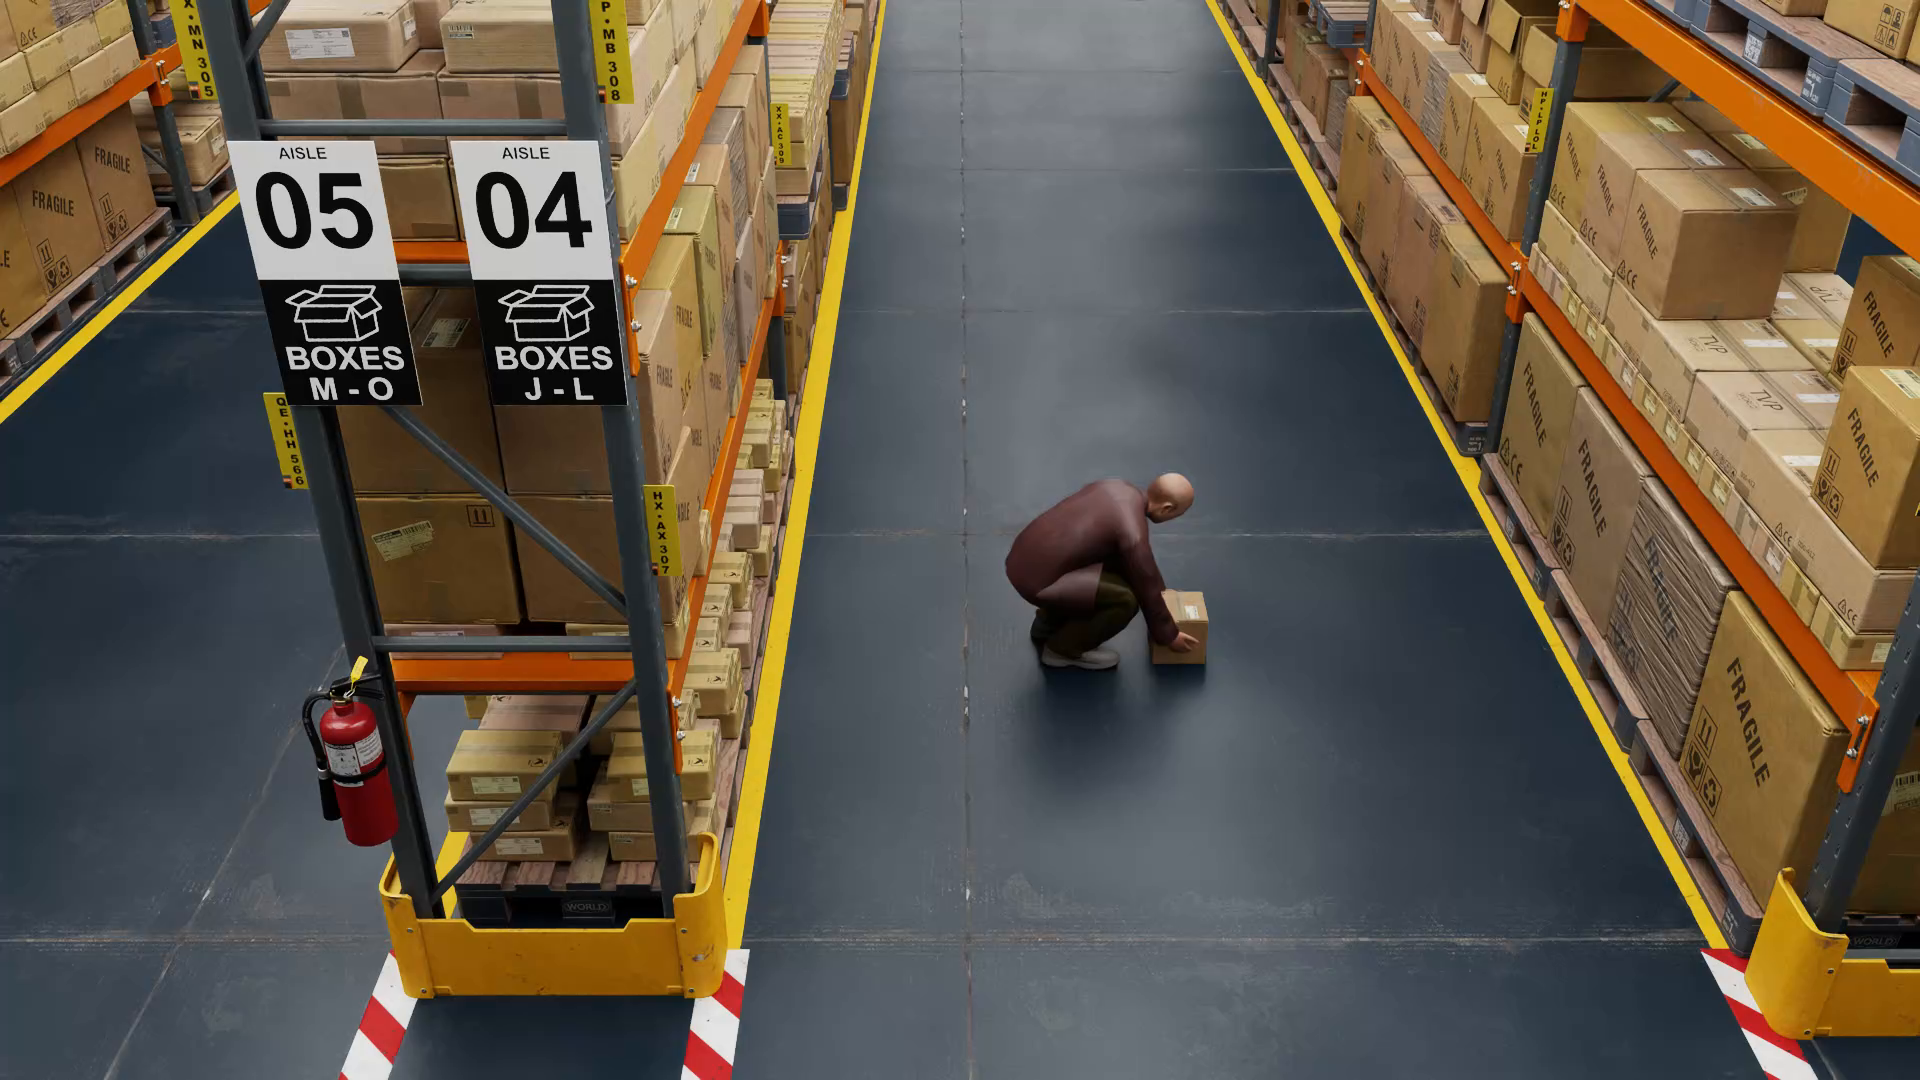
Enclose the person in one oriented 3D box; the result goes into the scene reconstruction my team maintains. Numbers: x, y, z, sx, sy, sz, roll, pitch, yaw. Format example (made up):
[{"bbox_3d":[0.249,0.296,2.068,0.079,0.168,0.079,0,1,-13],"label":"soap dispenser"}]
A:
[{"bbox_3d":[0.663,0.136,7.784,0.908,0.891,0.603,0,31,0],"label":"person"}]
